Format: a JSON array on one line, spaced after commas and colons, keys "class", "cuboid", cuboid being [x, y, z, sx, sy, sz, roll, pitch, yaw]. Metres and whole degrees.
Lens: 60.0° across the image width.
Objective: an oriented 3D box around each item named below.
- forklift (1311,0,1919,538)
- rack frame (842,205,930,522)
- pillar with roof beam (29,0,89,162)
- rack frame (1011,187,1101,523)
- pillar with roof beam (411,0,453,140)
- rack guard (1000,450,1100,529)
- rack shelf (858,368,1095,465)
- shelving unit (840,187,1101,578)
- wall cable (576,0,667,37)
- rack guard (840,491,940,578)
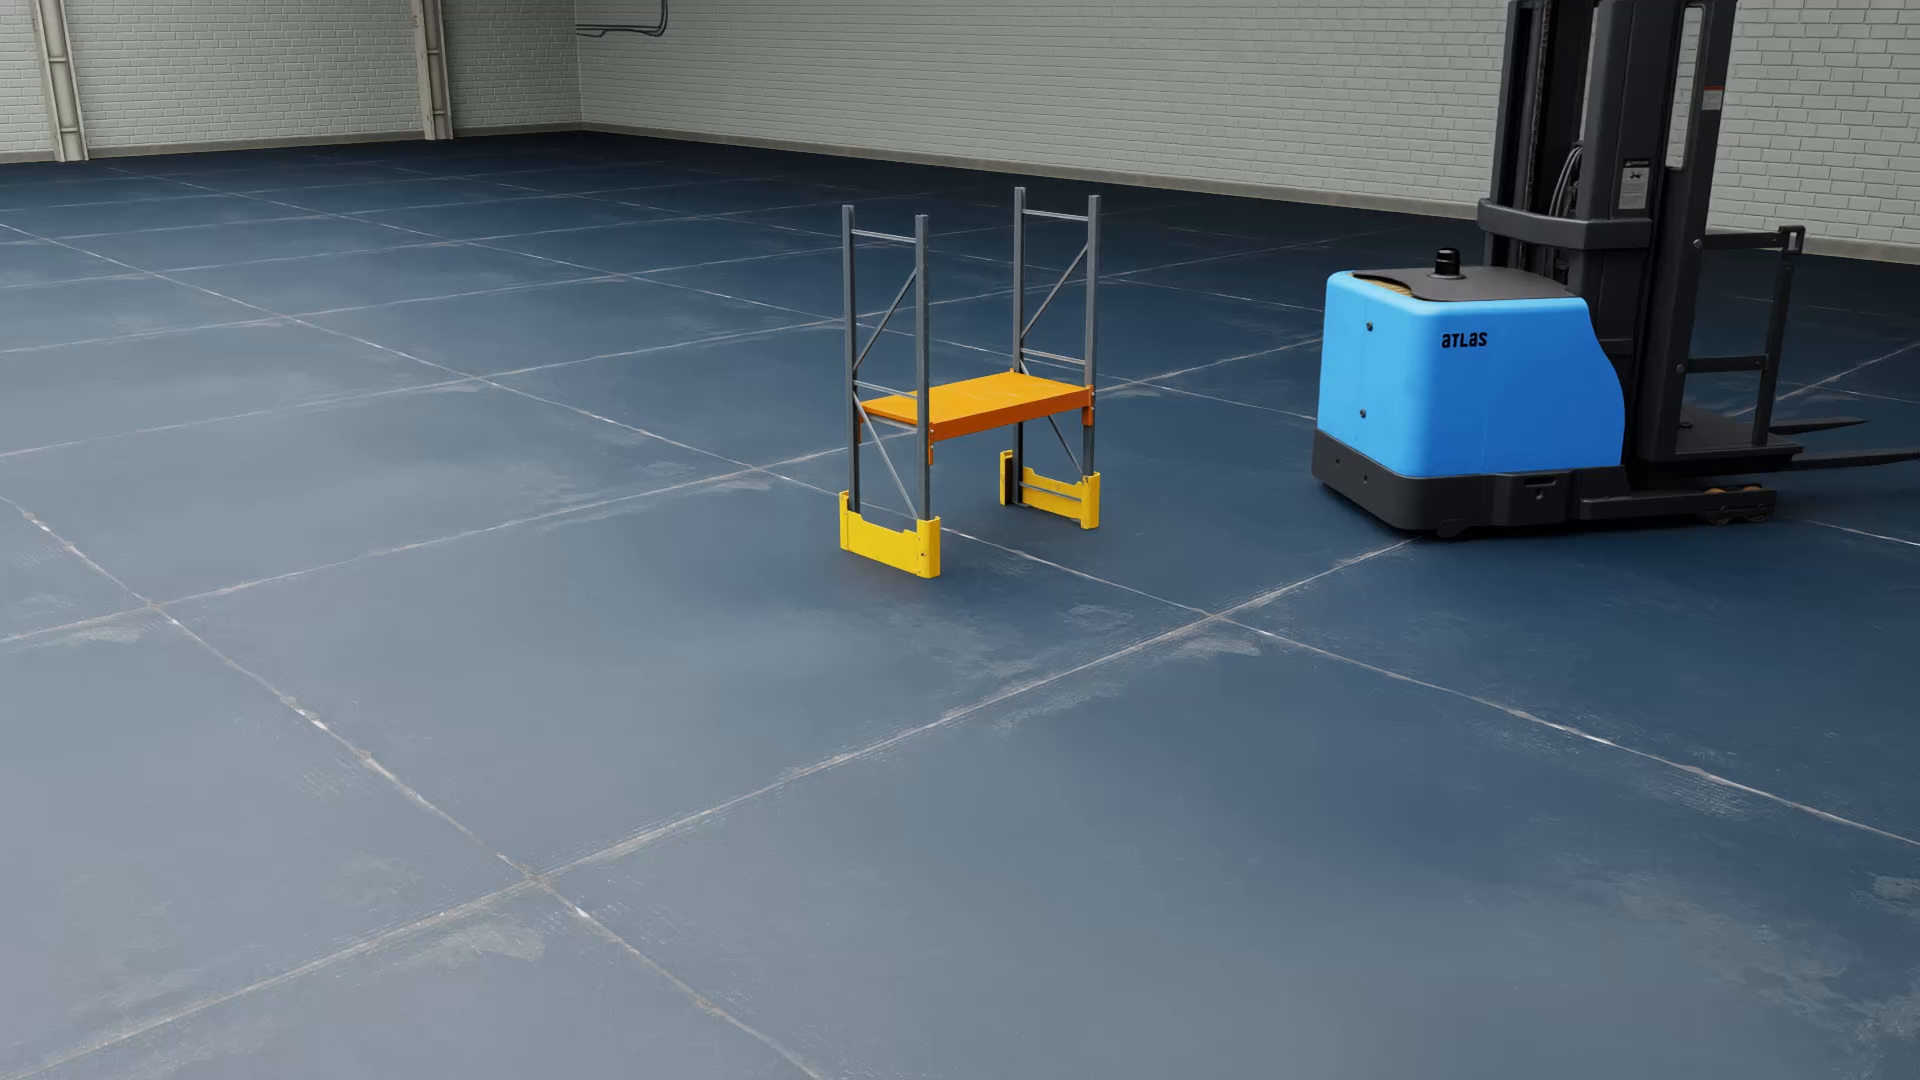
[{"class": "forklift", "cuboid": [3.317, -1.620, 7.729, 3.031, 2.935, 1.130, -4, 18, -12]}, {"class": "rack frame", "cuboid": [-0.307, -0.624, 6.977, 0.032, 1.500, 0.500, -16, 24, -41]}, {"class": "pillar with roof beam", "cuboid": [-10.566, -9.100, 20.962, 0.400, 9.000, 9.100, -16, 24, -41]}, {"class": "rack frame", "cuboid": [0.431, -0.839, 7.641, 0.032, 1.500, 0.500, -16, 24, -41]}, {"class": "pillar with roof beam", "cuboid": [-6.207, -10.372, 24.883, 0.400, 9.000, 9.100, -16, 24, -41]}, {"class": "rack guard", "cuboid": [0.417, -0.241, 7.821, 0.087, 0.250, 0.587, -16, 24, -41]}, {"class": "rack shelf", "cuboid": [0.062, -0.560, 7.365, 1.000, 0.185, 0.538, -16, 24, -41]}, {"class": "shelving unit", "cuboid": [0.055, -0.730, 7.303, 1.083, 1.500, 0.587, -16, 24, -41]}, {"class": "wall cable", "cuboid": [-6.115, -10.187, 29.349, 0.112, 2.526, 3.097, -16, 24, -41]}, {"class": "rack guard", "cuboid": [-0.306, -0.030, 7.170, 0.087, 0.250, 0.587, -16, 24, -41]}]
